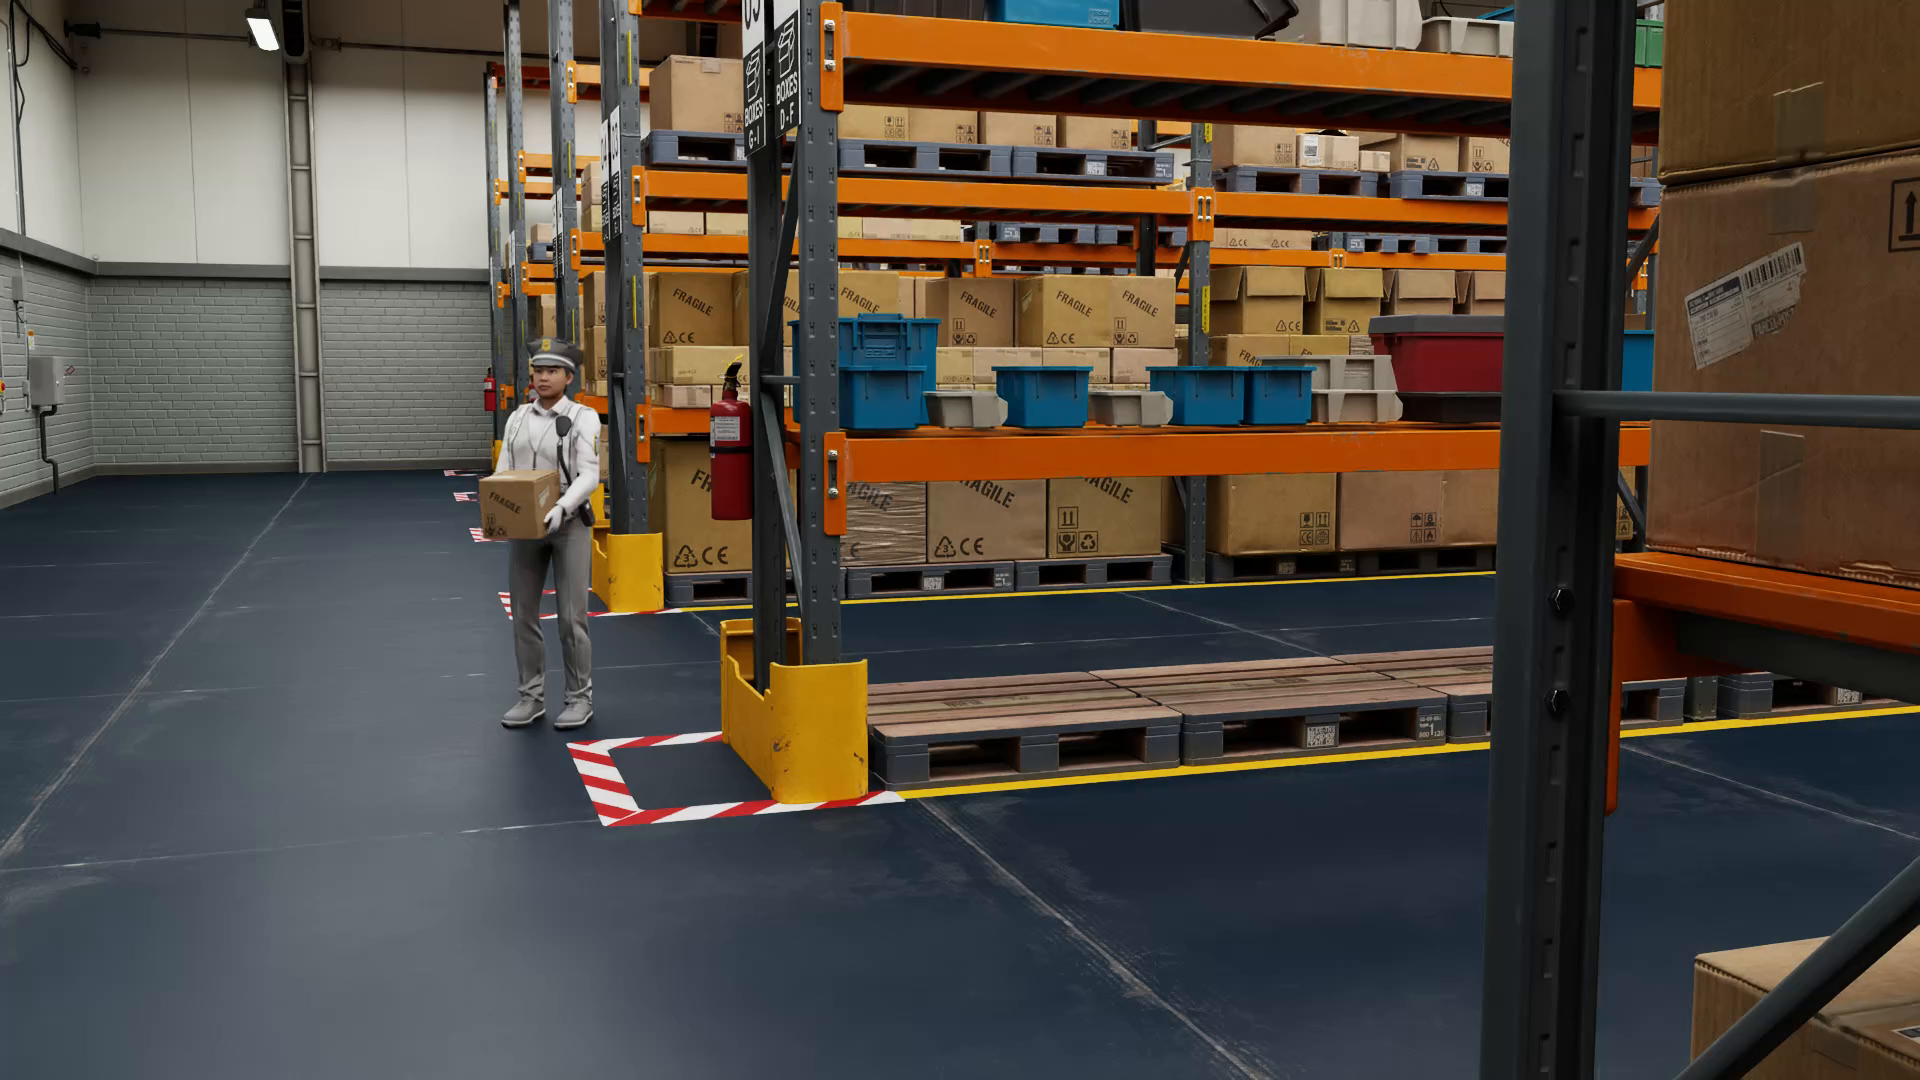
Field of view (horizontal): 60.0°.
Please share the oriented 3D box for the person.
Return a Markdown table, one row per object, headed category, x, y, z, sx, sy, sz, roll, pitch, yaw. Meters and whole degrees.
| category | x | y | z | sx | sy | sz | roll | pitch | yaw |
| --- | --- | --- | --- | --- | --- | --- | --- | --- | --- |
| person | -1.807 | -0.031 | 7.210 | 0.479 | 1.692 | 0.529 | 1 | 6 | 11 |
